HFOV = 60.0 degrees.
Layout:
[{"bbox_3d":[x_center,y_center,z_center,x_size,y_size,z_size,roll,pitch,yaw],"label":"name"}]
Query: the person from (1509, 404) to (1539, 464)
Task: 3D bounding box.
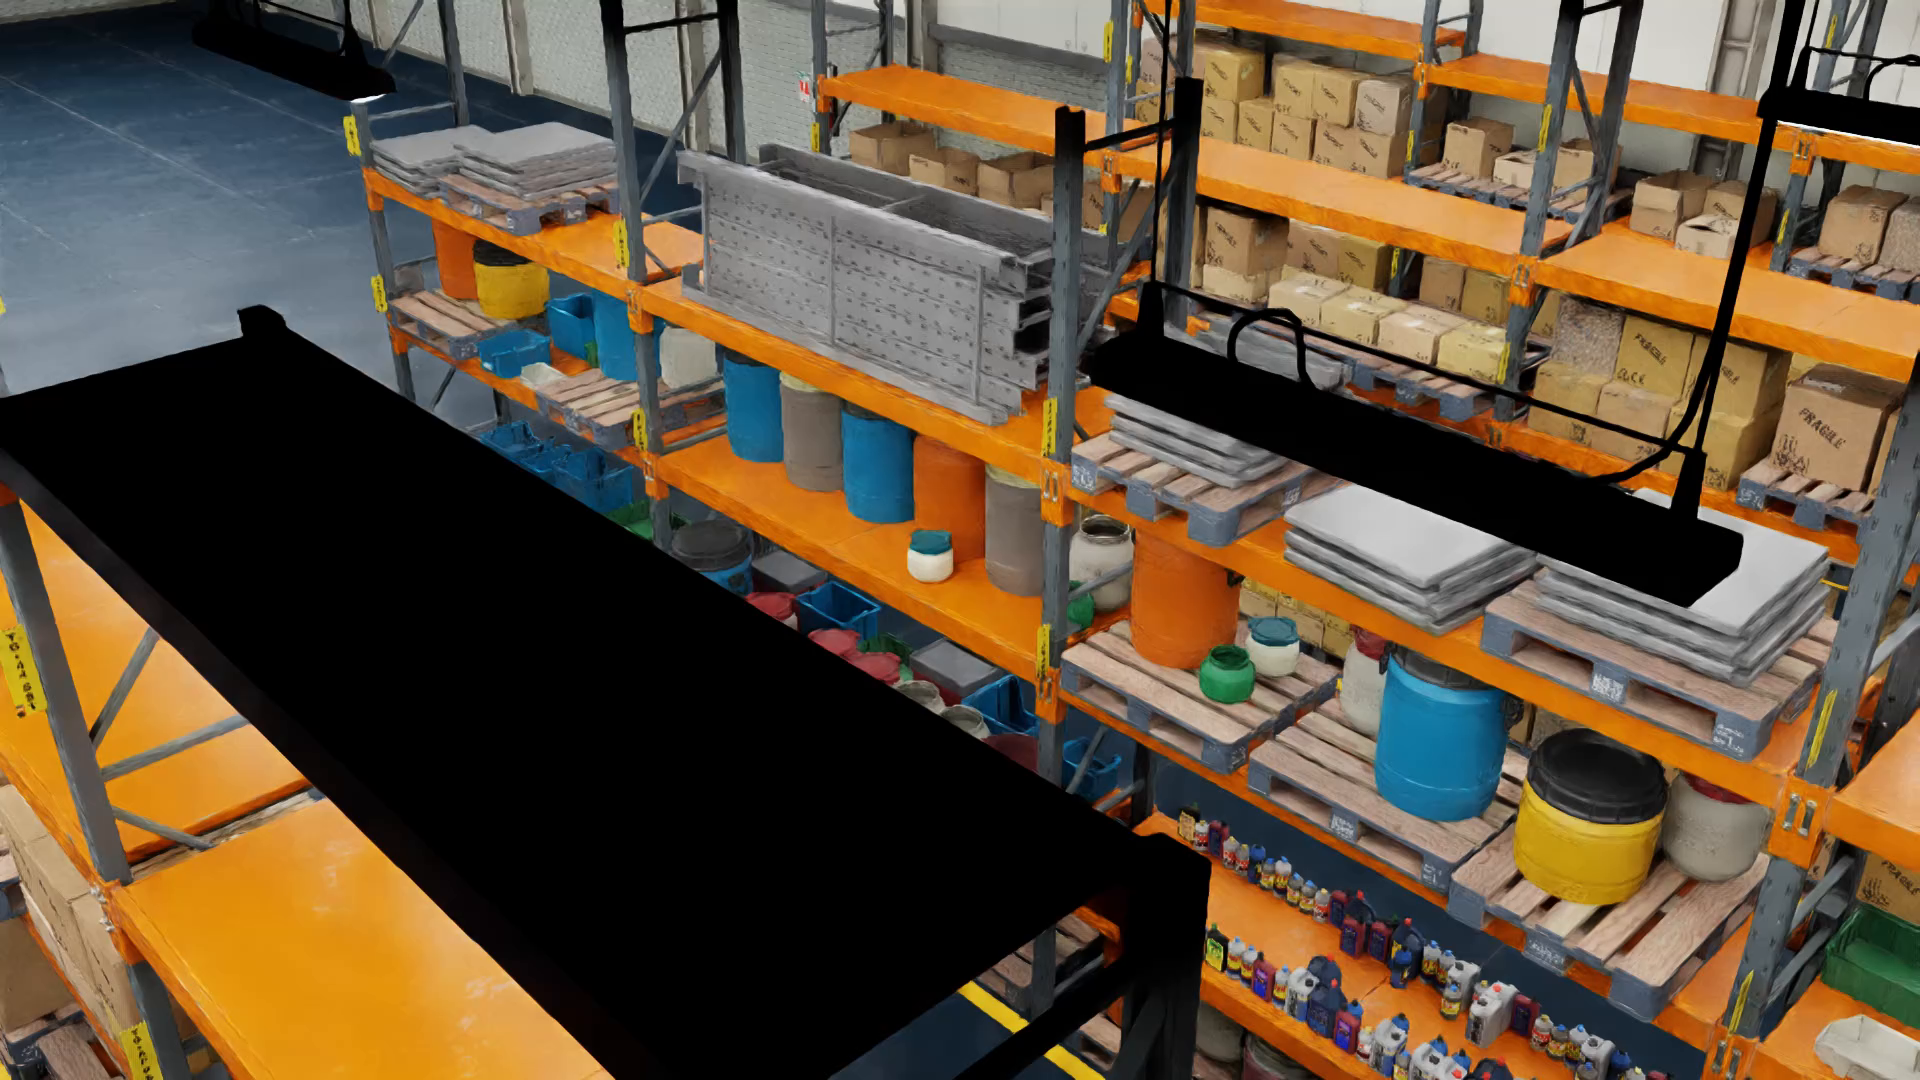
[{"bbox_3d":[5.724,-0.819,16.737,0.956,1.534,0.411,20,34,32],"label":"person"}]
